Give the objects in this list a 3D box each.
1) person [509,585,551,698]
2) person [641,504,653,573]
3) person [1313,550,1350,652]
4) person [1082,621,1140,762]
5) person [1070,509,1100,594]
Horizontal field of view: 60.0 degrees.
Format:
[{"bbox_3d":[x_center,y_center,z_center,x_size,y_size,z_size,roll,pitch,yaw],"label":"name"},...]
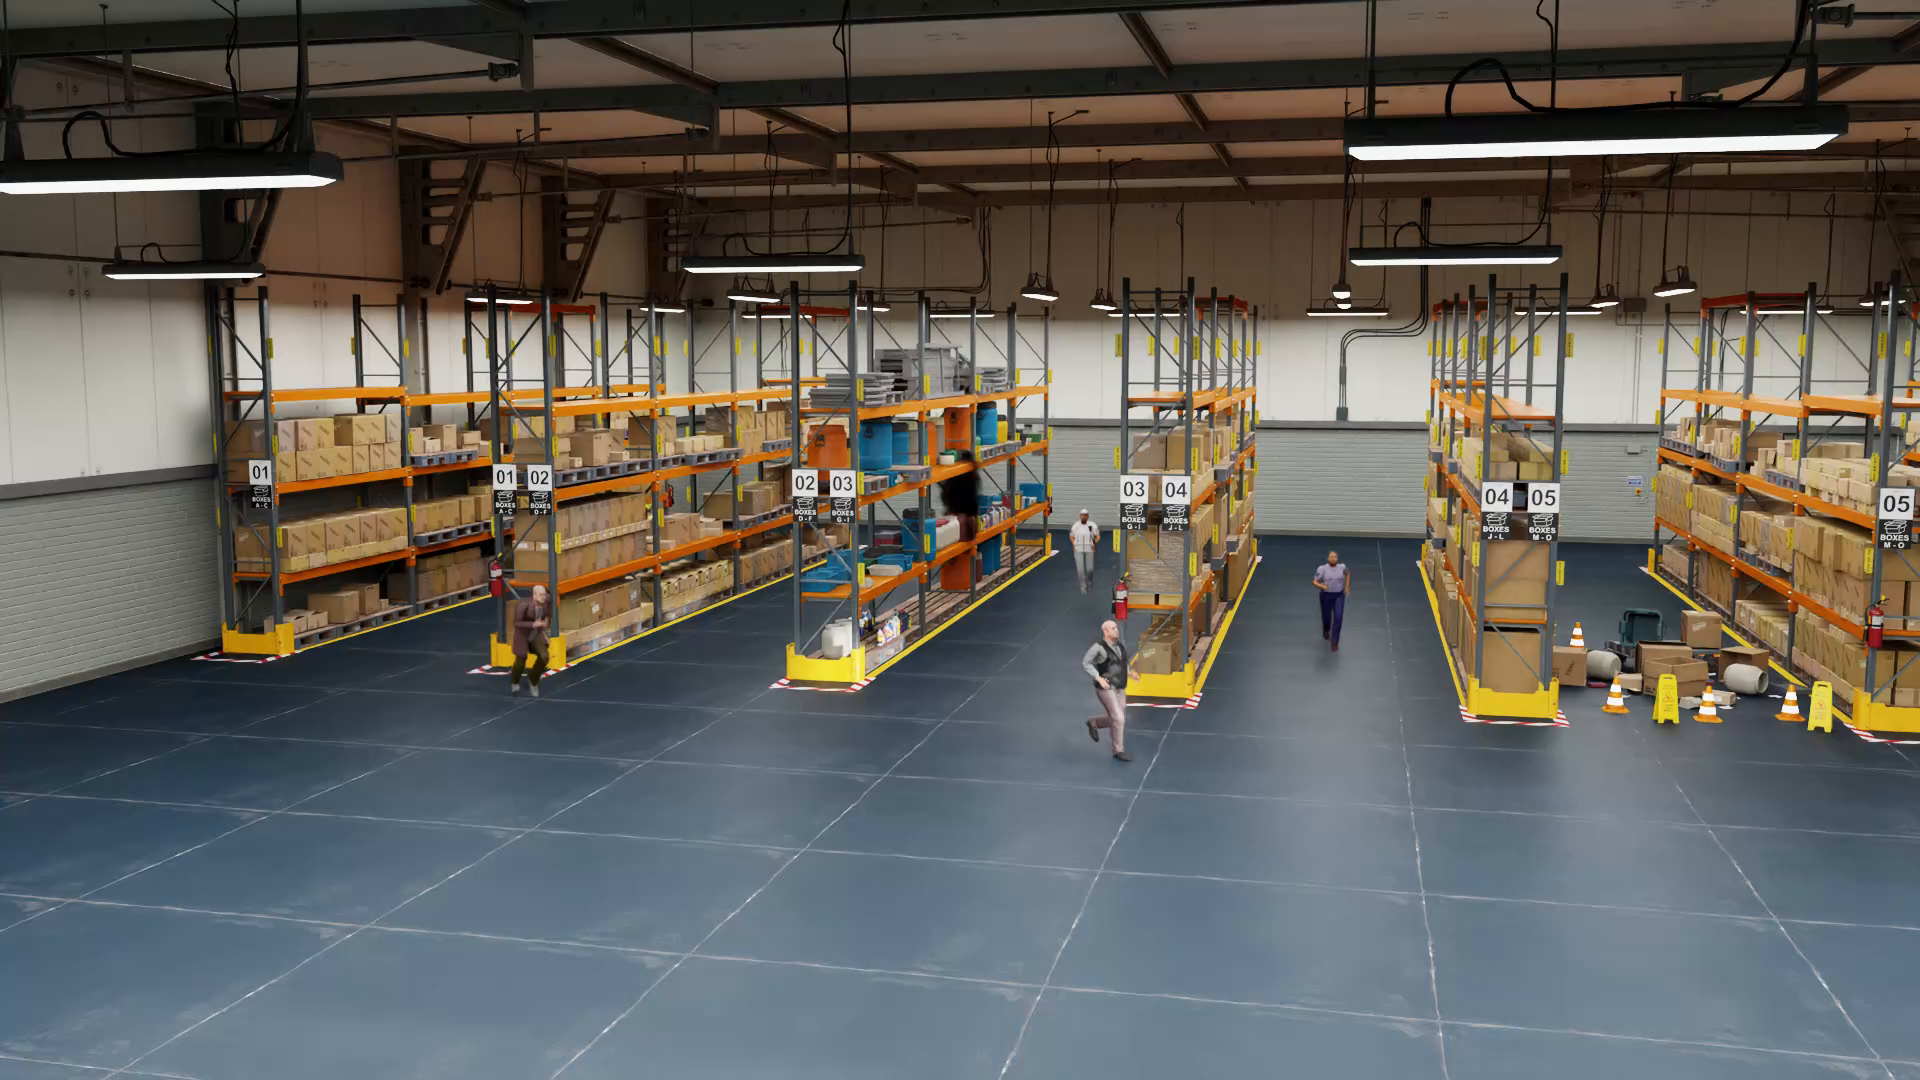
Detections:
[{"bbox_3d":[-6.182,1.447,23.985,1.051,1.676,0.744,6,9,43],"label":"person"},{"bbox_3d":[-6.710,0.076,35.504,0.700,1.728,0.496,1,7,13],"label":"person"},{"bbox_3d":[6.245,1.008,27.938,0.636,1.693,0.895,0,7,4],"label":"person"},{"bbox_3d":[1.827,1.837,20.410,0.662,1.708,0.768,-6,9,-44],"label":"person"},{"bbox_3d":[2.399,0.229,32.079,0.586,1.648,0.487,1,7,8],"label":"person"}]
